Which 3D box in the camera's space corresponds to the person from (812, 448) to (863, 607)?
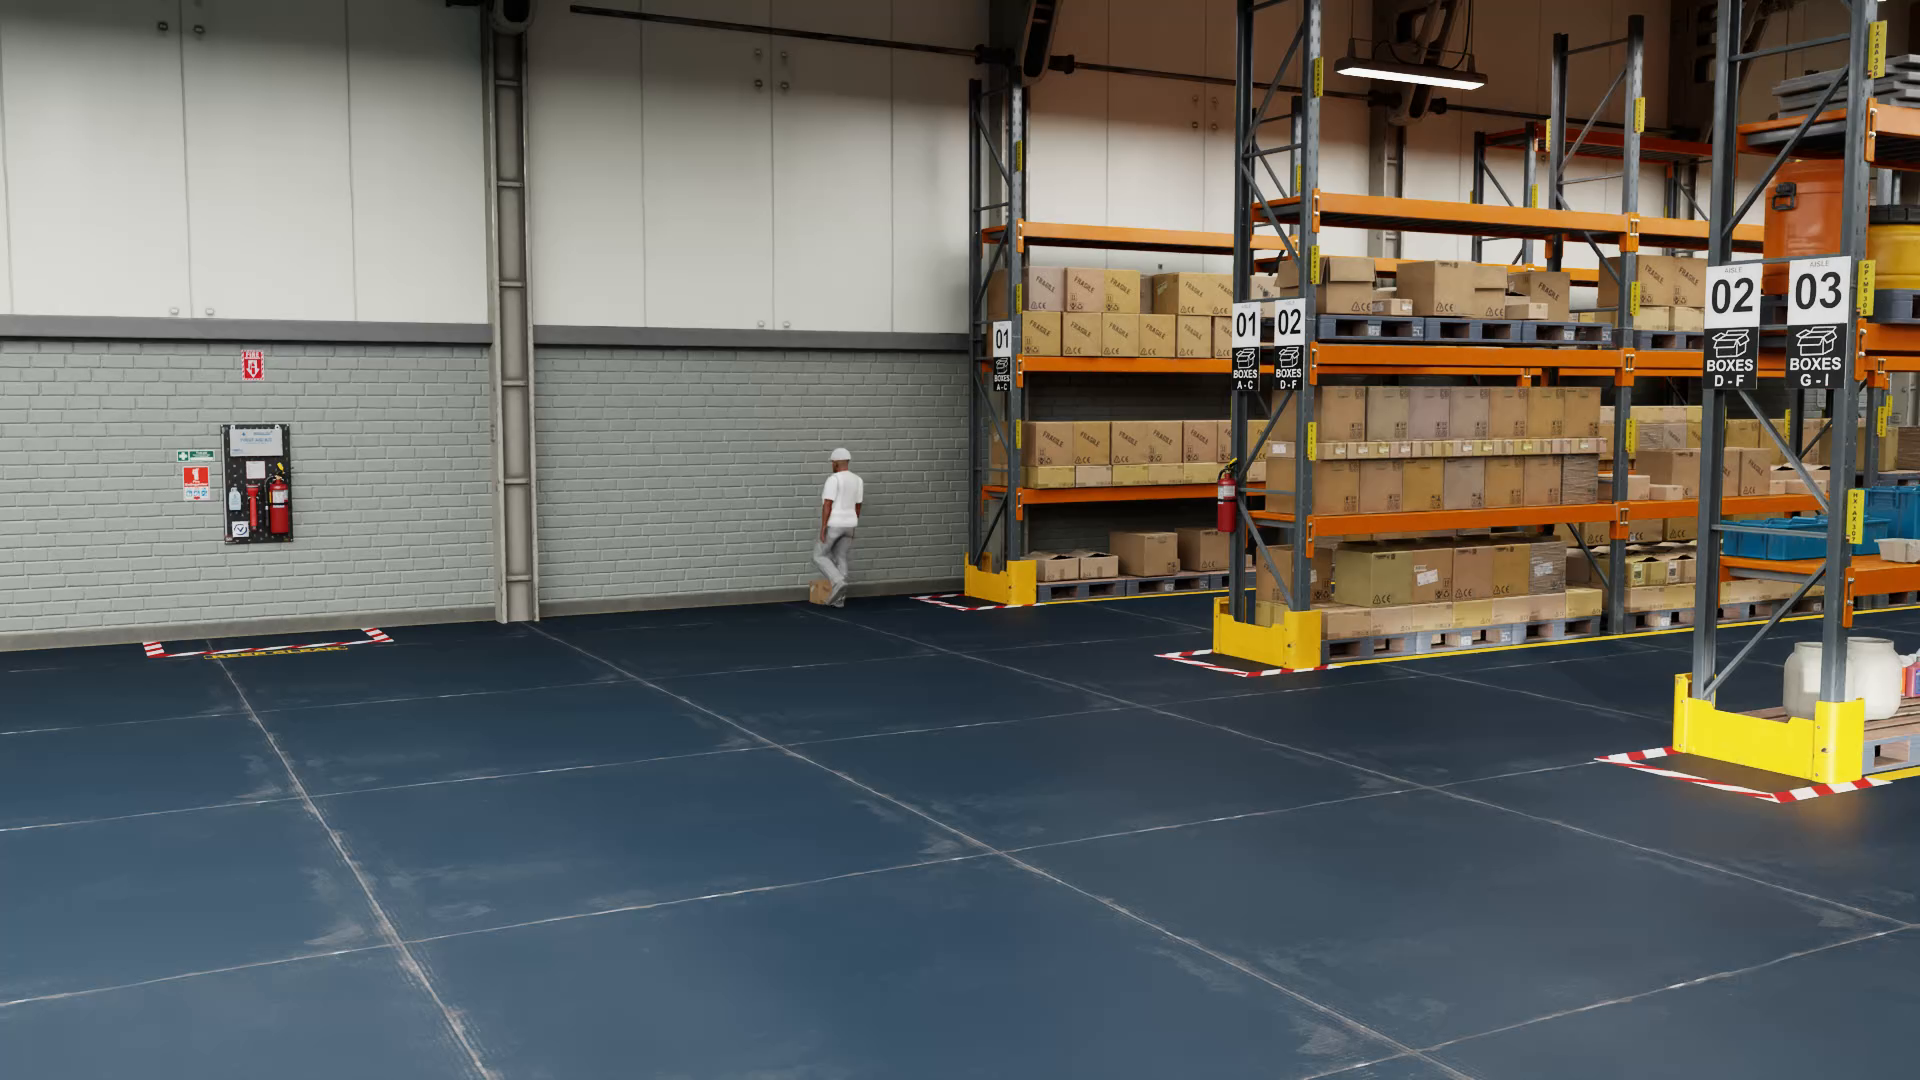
[{"bbox_3d":[-1.331,-0.138,18.479,0.503,1.771,0.628,5,7,43],"label":"person"}]
